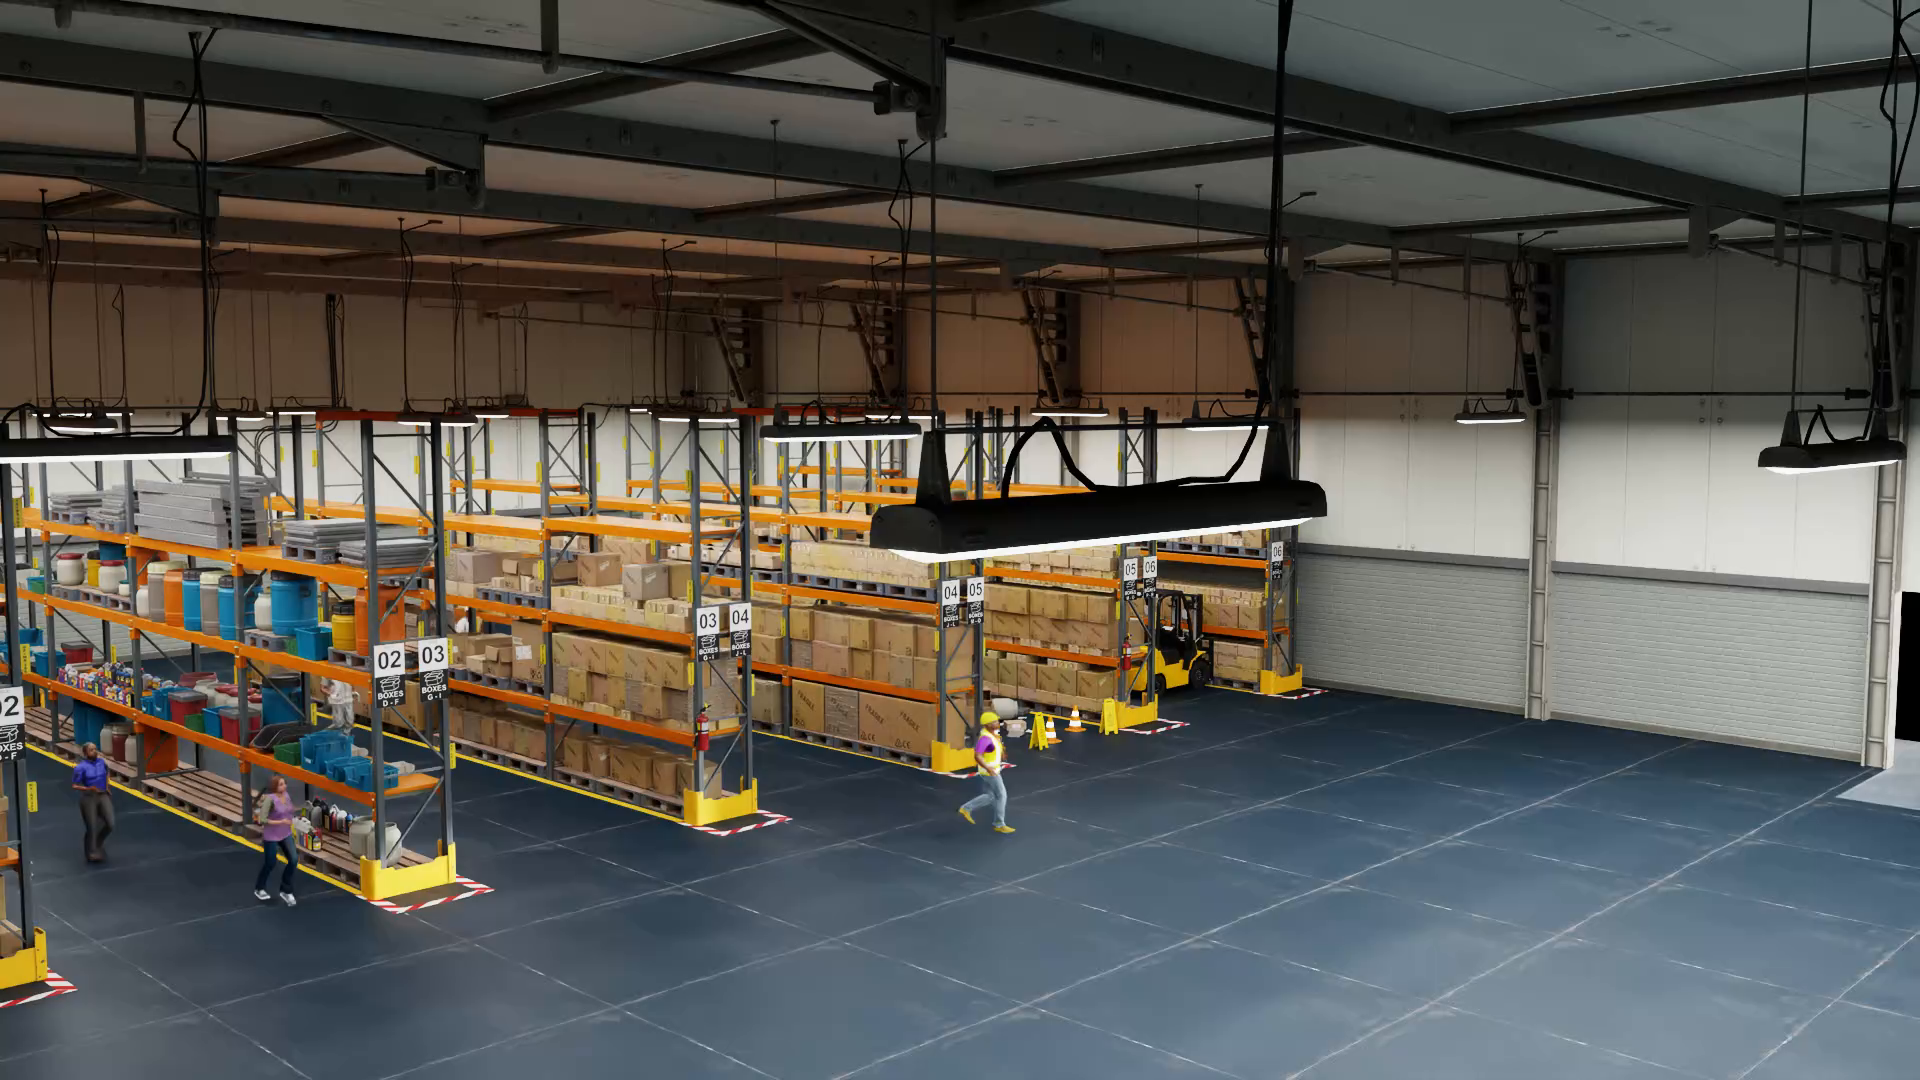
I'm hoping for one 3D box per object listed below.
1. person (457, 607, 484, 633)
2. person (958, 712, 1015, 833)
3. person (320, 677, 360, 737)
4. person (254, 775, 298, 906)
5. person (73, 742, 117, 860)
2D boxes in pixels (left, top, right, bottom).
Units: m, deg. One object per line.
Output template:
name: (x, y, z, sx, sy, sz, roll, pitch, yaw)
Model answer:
person: (-10.574, 2.251, 36.071, 0.723, 1.719, 0.834, -4, 7, -41)
person: (0.386, 3.343, 23.964, 0.823, 1.763, 0.690, 0, 5, -1)
person: (-10.946, 2.862, 29.360, 0.624, 1.735, 0.674, 4, 6, 38)
person: (-8.454, 3.719, 20.578, 0.692, 1.642, 0.530, 3, 6, 28)
person: (-11.635, 3.533, 22.437, 0.572, 1.607, 0.563, 3, 6, 34)
